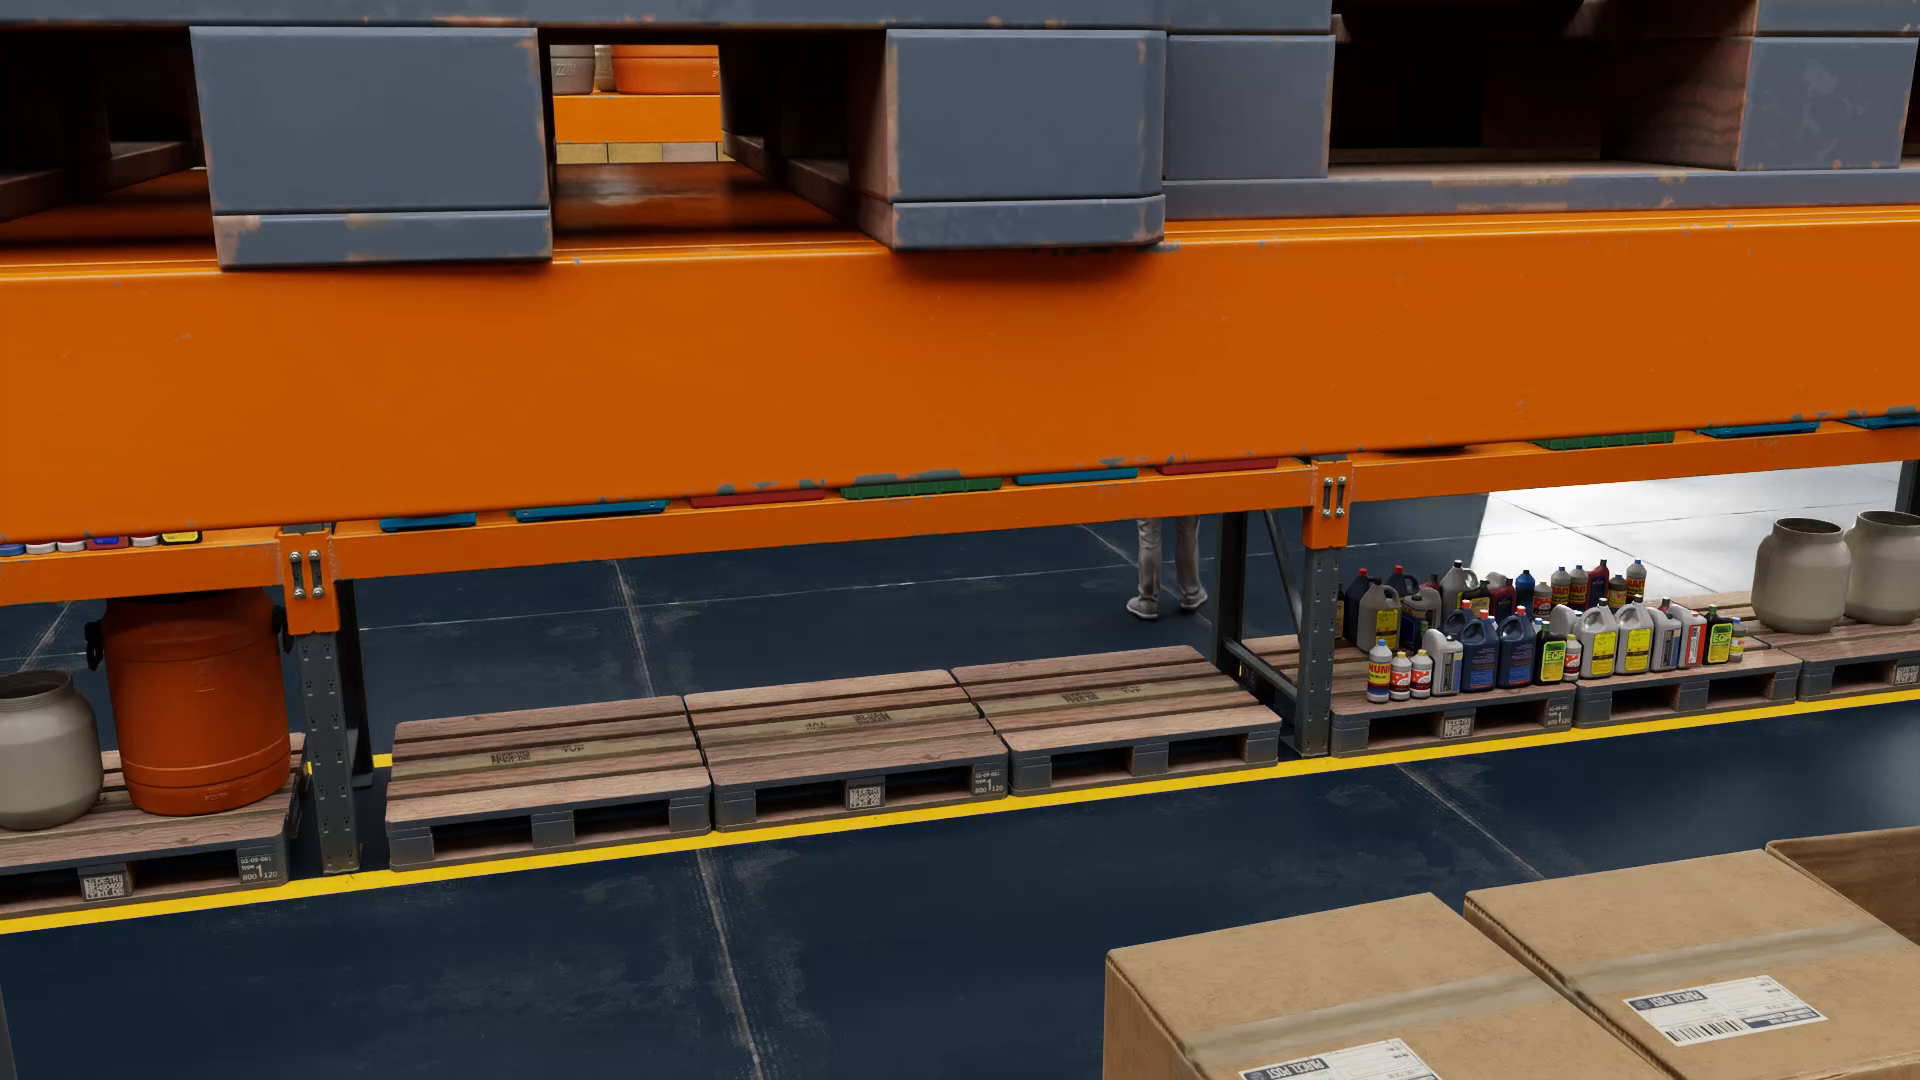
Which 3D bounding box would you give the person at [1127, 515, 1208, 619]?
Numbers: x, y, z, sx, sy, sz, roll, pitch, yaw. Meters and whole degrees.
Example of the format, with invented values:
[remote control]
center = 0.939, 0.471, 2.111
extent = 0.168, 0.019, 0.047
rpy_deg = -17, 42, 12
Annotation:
[person]
center = 1.123, -0.437, 8.966
extent = 0.543, 1.687, 0.532
rpy_deg = 4, 17, 14
